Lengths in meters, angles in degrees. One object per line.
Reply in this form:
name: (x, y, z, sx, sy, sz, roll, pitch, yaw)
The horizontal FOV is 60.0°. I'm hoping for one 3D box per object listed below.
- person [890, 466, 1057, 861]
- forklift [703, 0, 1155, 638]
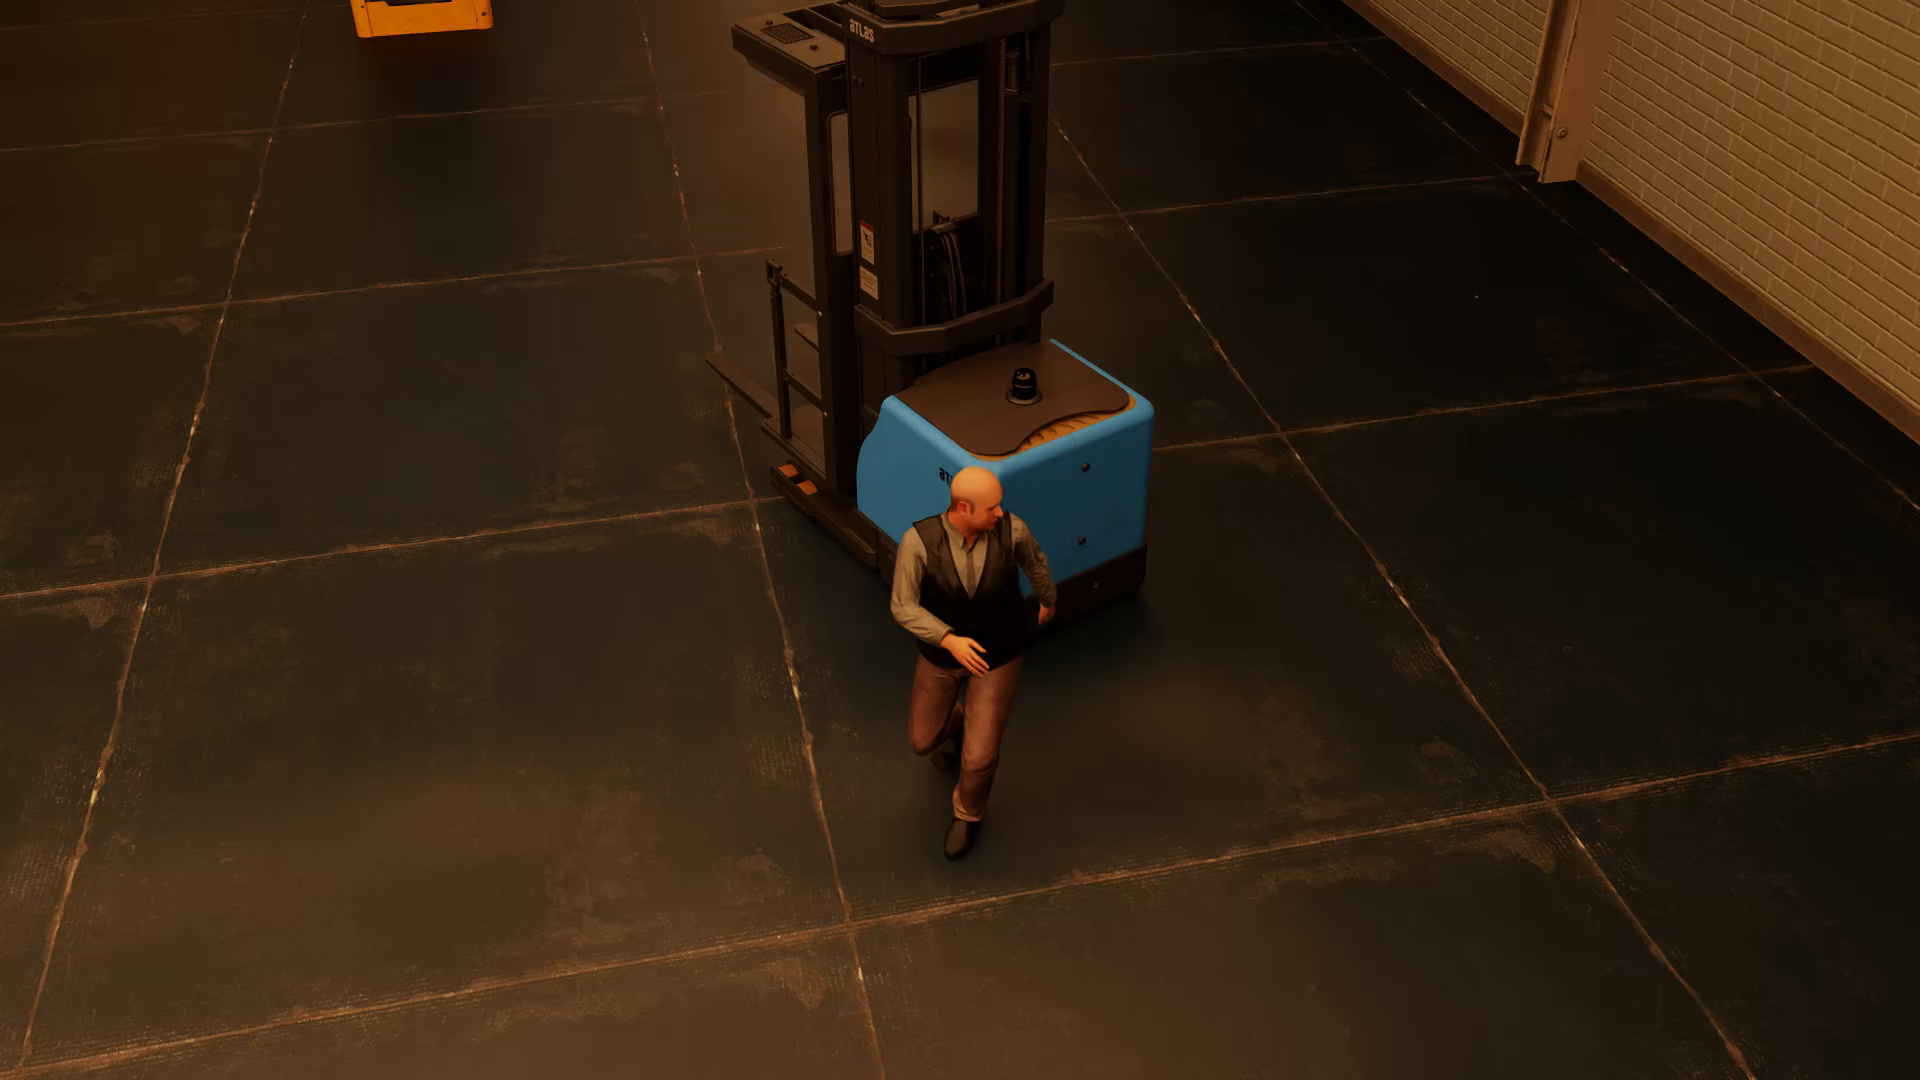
person: (0.051, 0.421, 6.581, 0.595, 1.643, 0.780, 6, 36, 8)
forklift: (-0.350, -1.480, 8.107, 1.130, 2.935, 3.031, -22, 41, -28)
